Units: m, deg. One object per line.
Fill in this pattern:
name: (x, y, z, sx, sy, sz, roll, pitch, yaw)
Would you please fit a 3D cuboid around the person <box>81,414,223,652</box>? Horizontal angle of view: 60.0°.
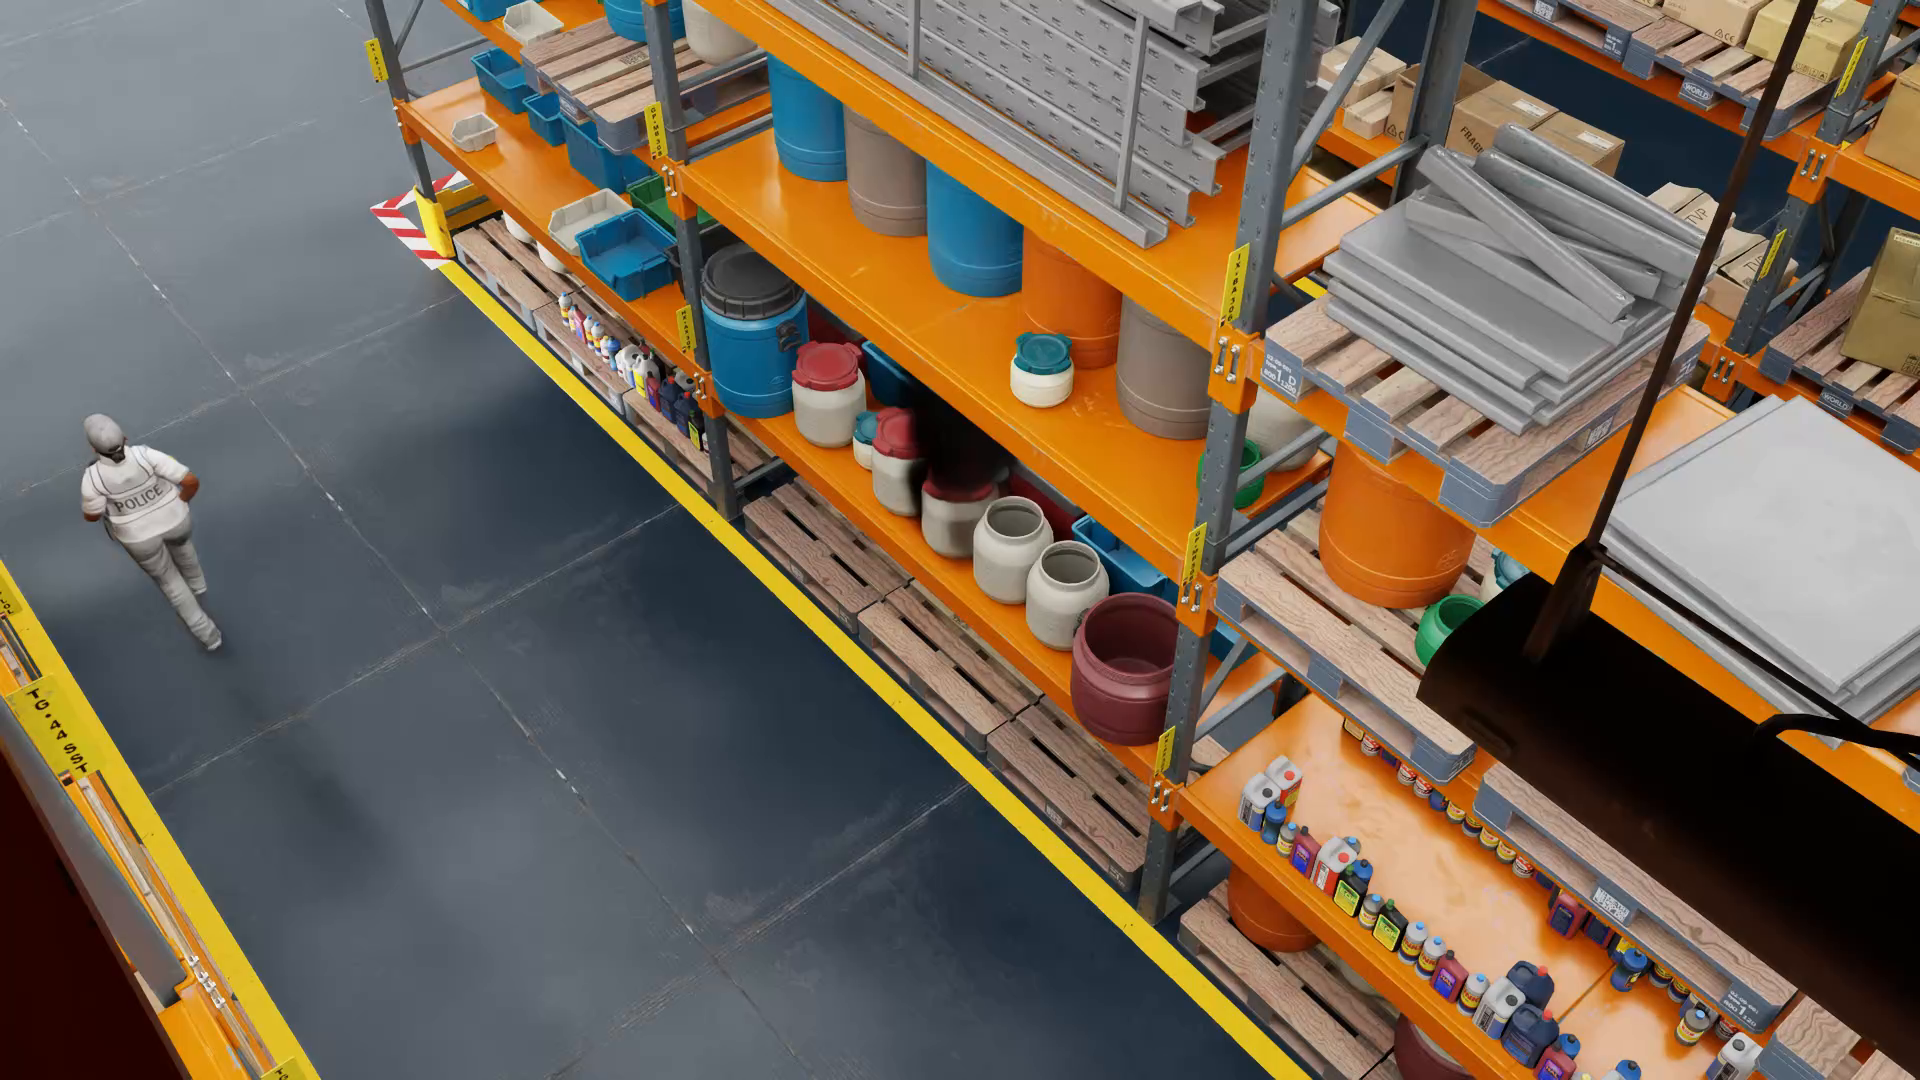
person: (-4.659, -0.050, 9.673, 0.558, 1.720, 0.815, -35, 56, -29)
